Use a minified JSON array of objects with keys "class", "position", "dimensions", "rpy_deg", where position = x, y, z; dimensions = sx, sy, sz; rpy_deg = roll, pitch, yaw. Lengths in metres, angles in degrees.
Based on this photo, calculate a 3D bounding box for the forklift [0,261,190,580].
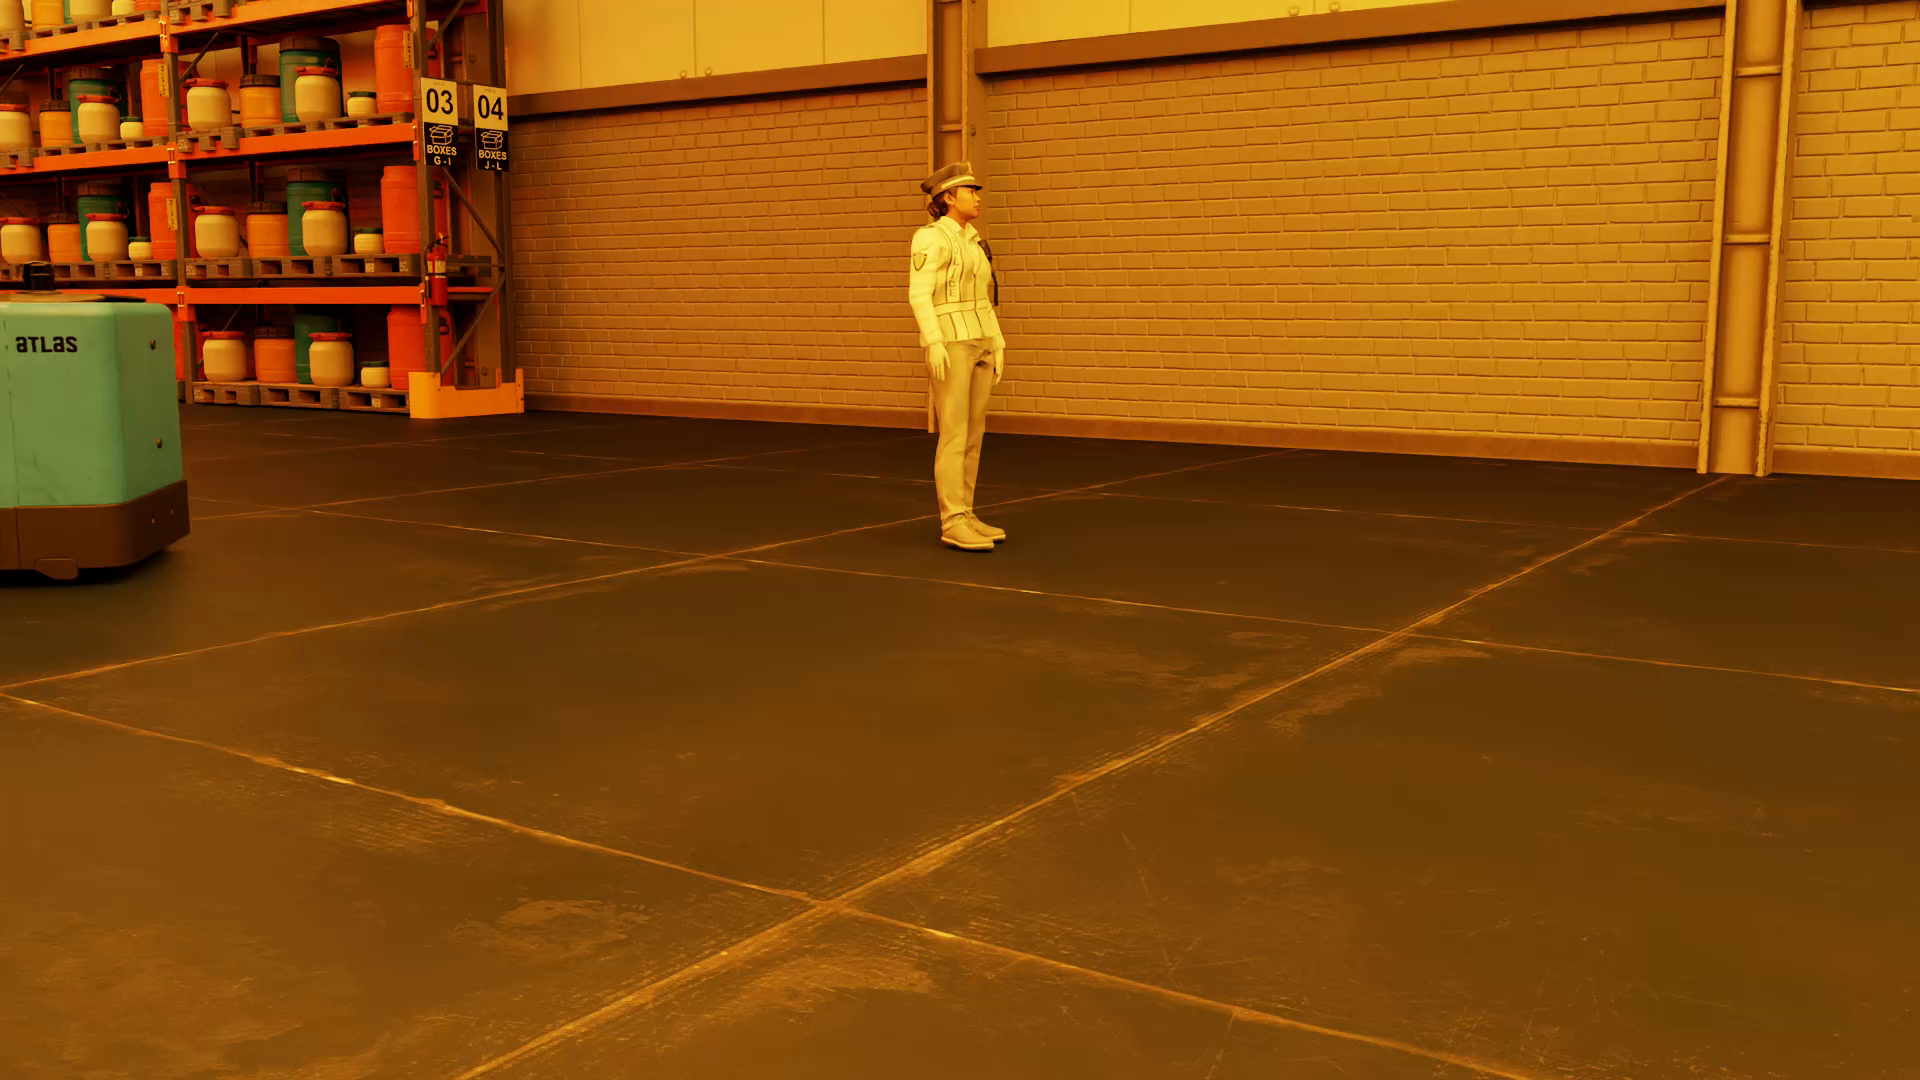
[{"class":"forklift","position":[-4.771,-1.305,6.372],"dimensions":[3.031,2.935,1.130],"rpy_deg":[-2,8,-12]}]

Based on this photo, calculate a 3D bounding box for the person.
[{"class":"person","position":[0.052,-0.840,7.441],"dimensions":[0.533,1.696,0.588],"rpy_deg":[5,10,34]}]
